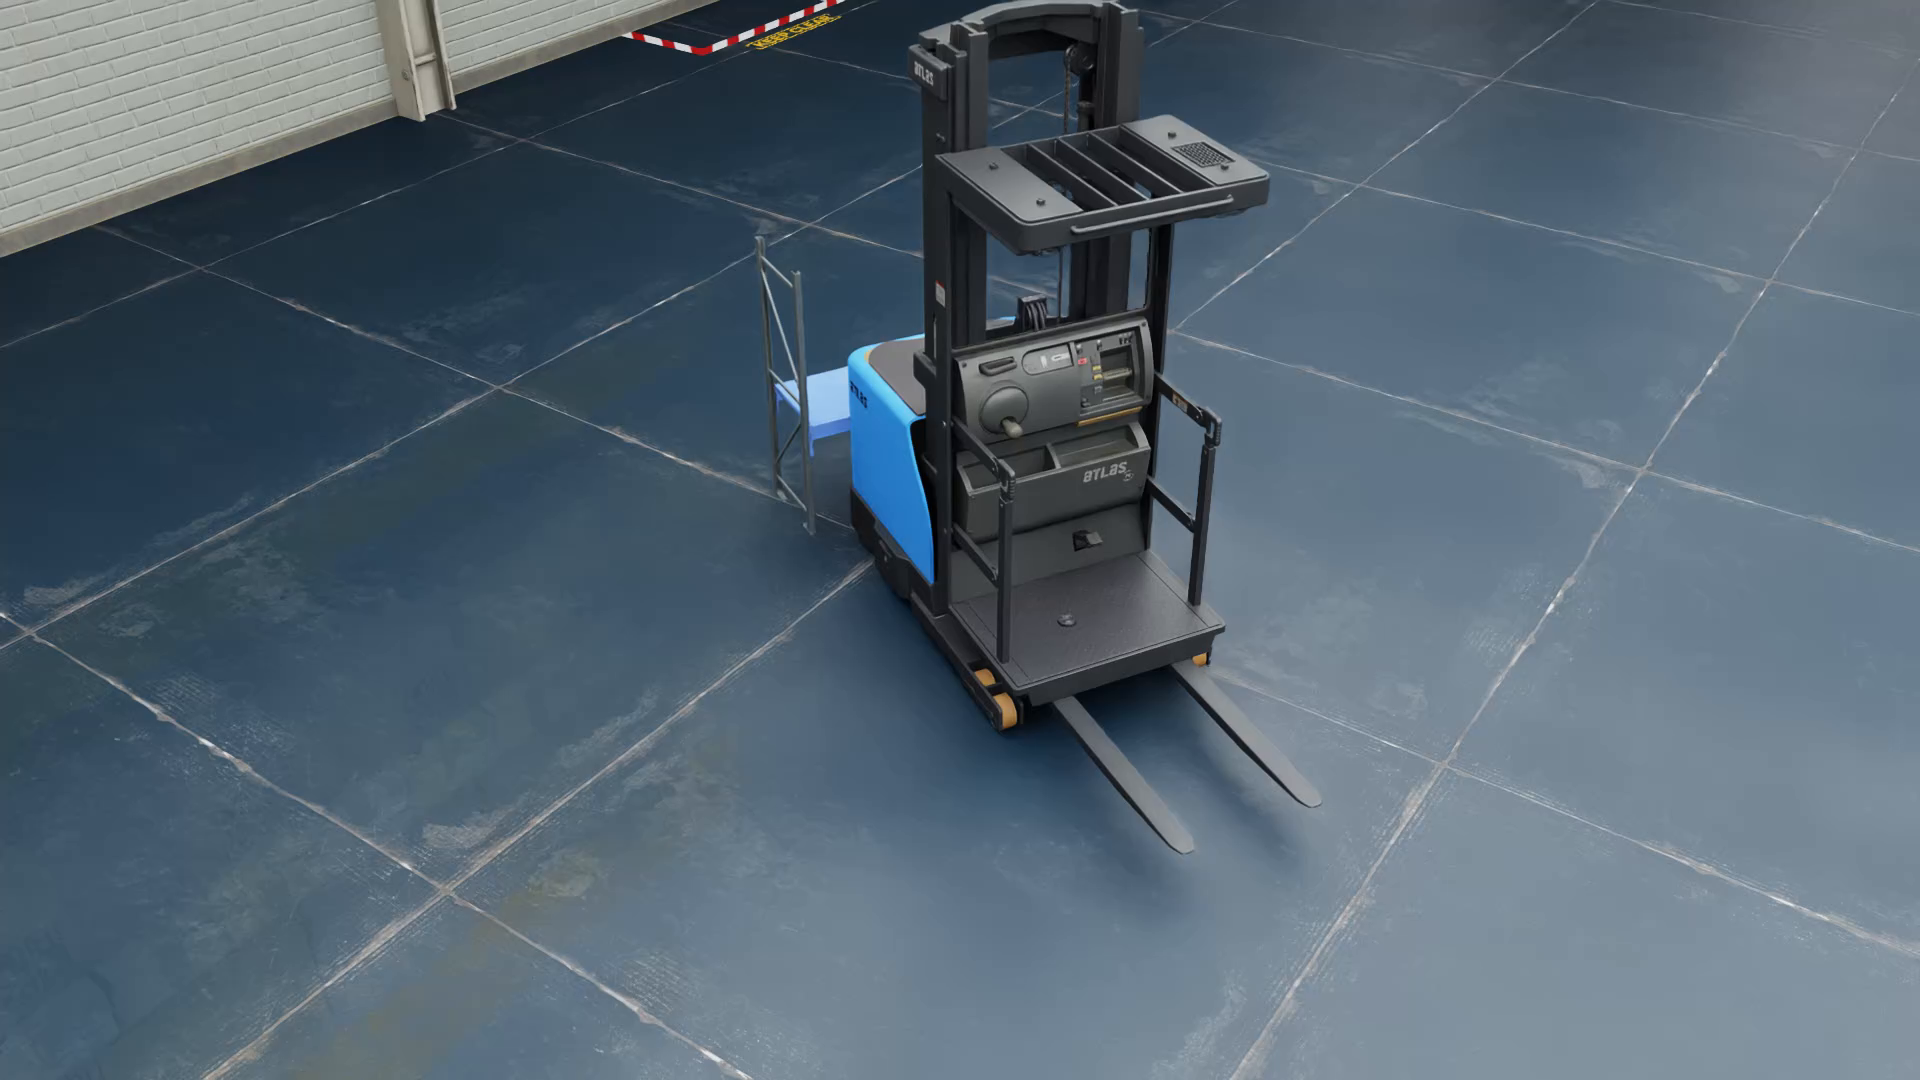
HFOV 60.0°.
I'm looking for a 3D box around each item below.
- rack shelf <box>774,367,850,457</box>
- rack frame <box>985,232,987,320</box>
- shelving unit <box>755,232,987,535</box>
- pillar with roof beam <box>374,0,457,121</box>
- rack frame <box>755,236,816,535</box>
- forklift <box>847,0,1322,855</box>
[{"bbox_3d":[-0.445,-0.760,8.855,1.000,0.185,0.538,-17,37,-23],"label":"rack shelf"},{"bbox_3d":[0.004,-1.043,8.953,0.032,1.500,0.500,-17,37,-23],"label":"rack frame"},{"bbox_3d":[-0.445,-0.909,8.755,1.048,1.500,0.538,-17,37,-23],"label":"shelving unit"},{"bbox_3d":[-0.998,-5.999,9.588,9.100,9.000,0.400,21,39,28],"label":"pillar with roof beam"},{"bbox_3d":[-0.893,-0.775,8.556,0.032,1.500,0.500,-17,37,-23],"label":"rack frame"},{"bbox_3d":[0.519,-0.641,7.082,1.130,2.935,3.031,-15,37,-21],"label":"forklift"}]
